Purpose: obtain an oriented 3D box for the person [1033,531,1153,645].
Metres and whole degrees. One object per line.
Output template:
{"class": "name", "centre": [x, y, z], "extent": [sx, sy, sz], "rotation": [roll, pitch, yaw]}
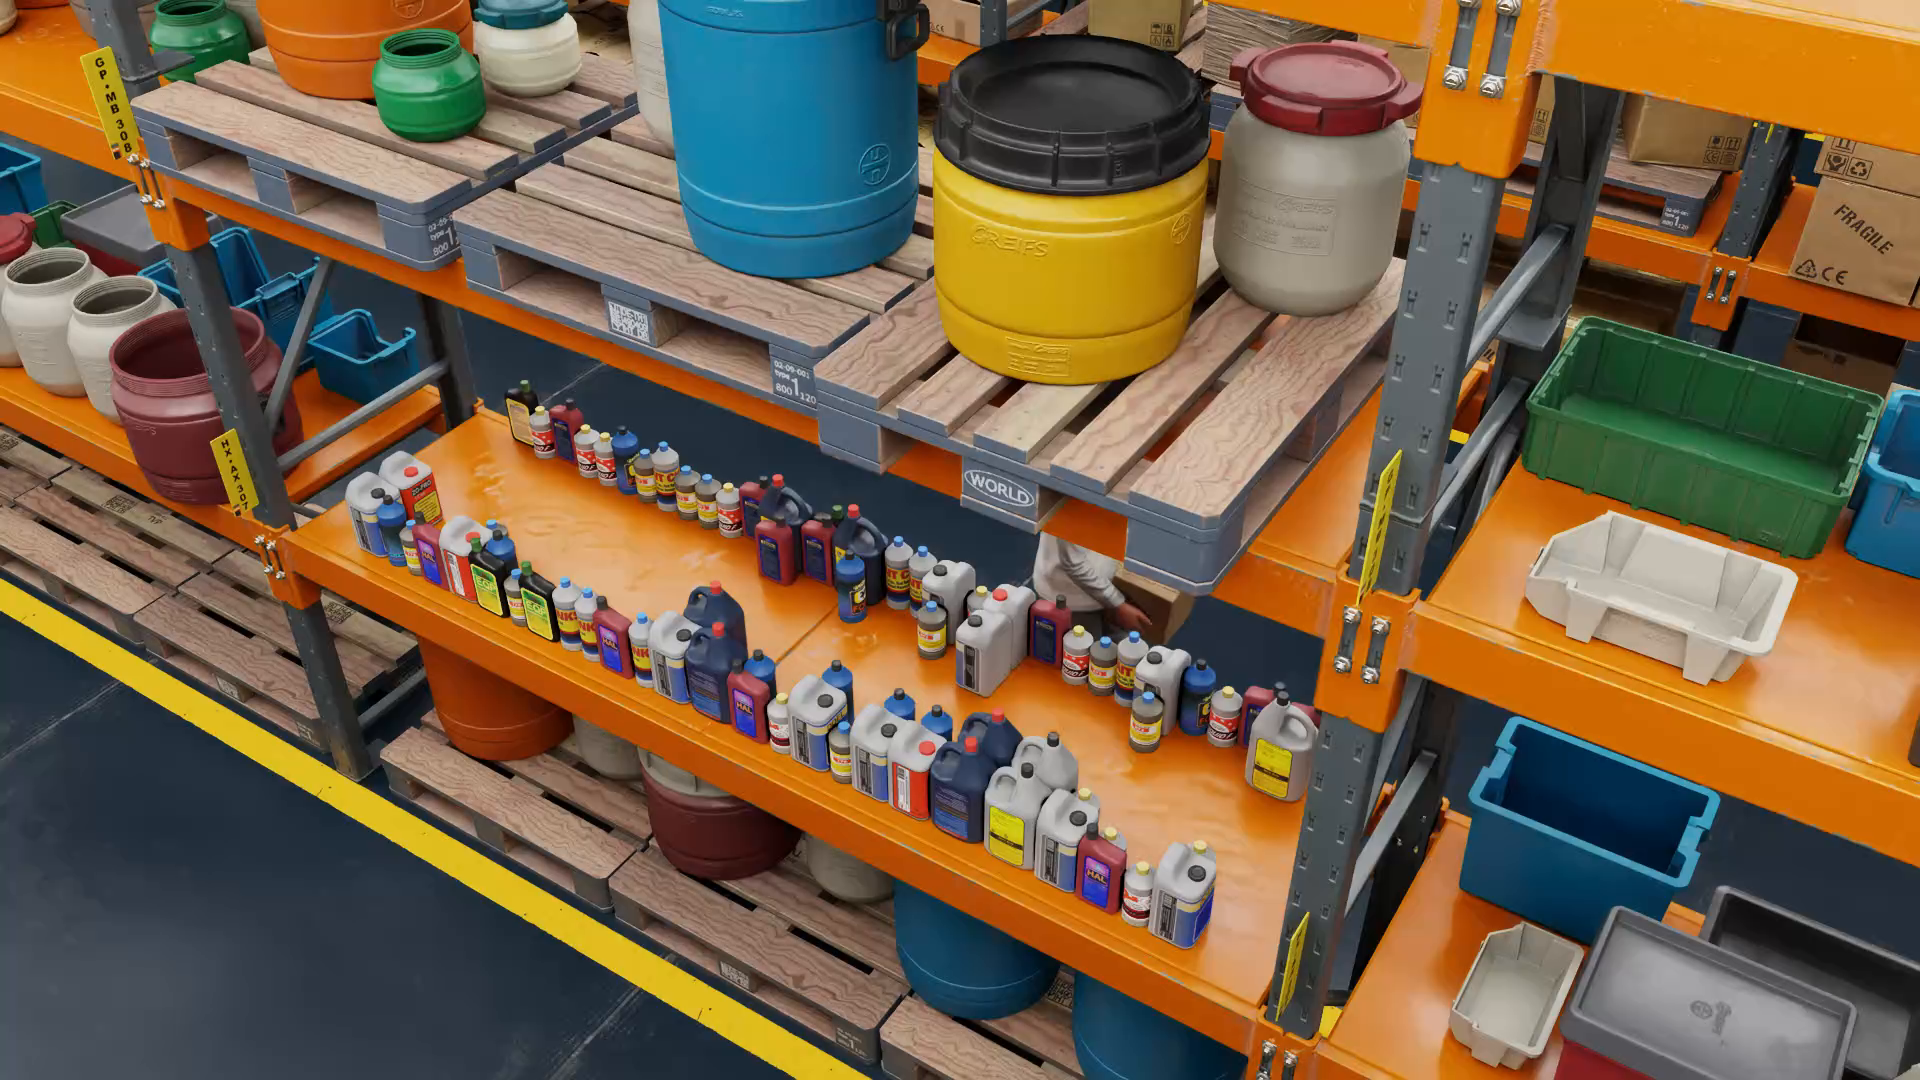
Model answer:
{"class": "person", "centre": [0.567, 0.186, 6.419], "extent": [0.529, 1.777, 0.528], "rotation": [21, 43, 25]}
